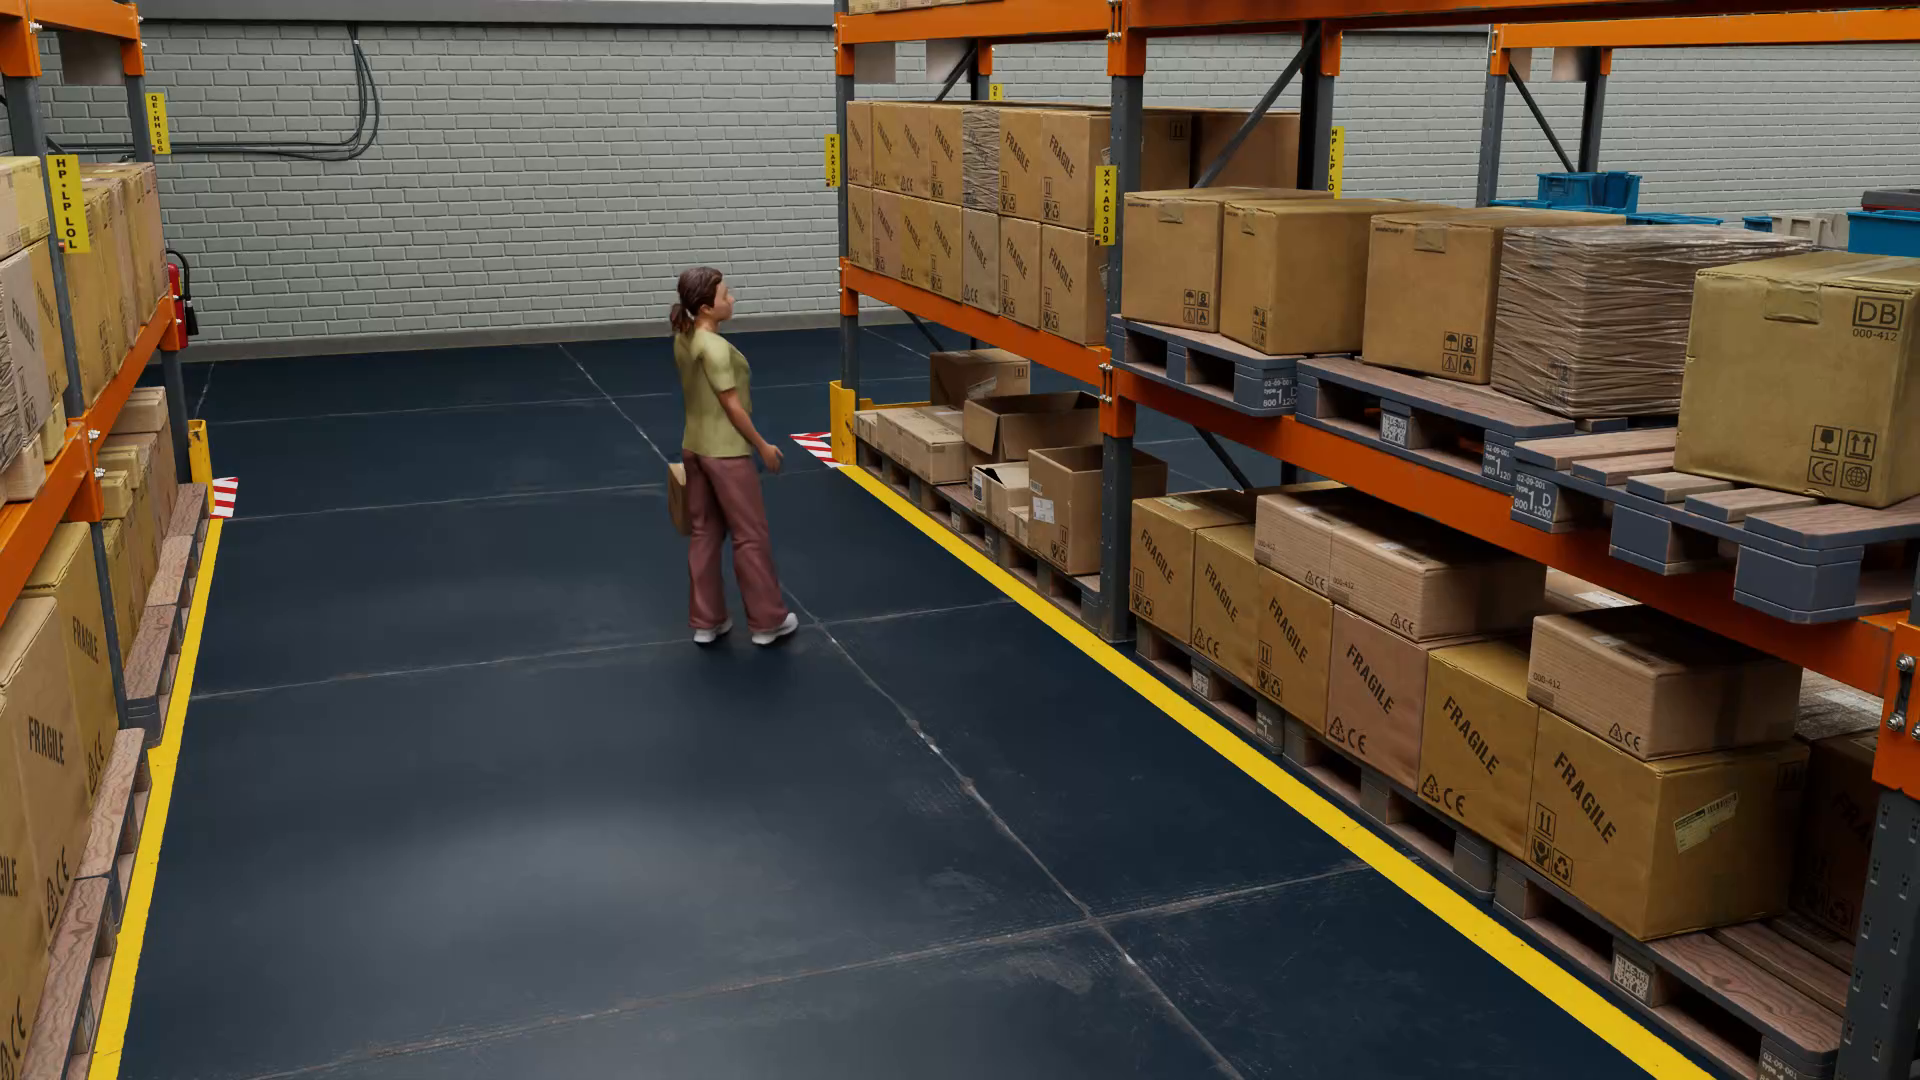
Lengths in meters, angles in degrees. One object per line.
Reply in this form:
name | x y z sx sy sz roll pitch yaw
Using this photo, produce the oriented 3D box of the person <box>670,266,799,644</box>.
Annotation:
person | -0.997 -0.366 7.279 0.540 1.674 0.463 -12 20 -36
